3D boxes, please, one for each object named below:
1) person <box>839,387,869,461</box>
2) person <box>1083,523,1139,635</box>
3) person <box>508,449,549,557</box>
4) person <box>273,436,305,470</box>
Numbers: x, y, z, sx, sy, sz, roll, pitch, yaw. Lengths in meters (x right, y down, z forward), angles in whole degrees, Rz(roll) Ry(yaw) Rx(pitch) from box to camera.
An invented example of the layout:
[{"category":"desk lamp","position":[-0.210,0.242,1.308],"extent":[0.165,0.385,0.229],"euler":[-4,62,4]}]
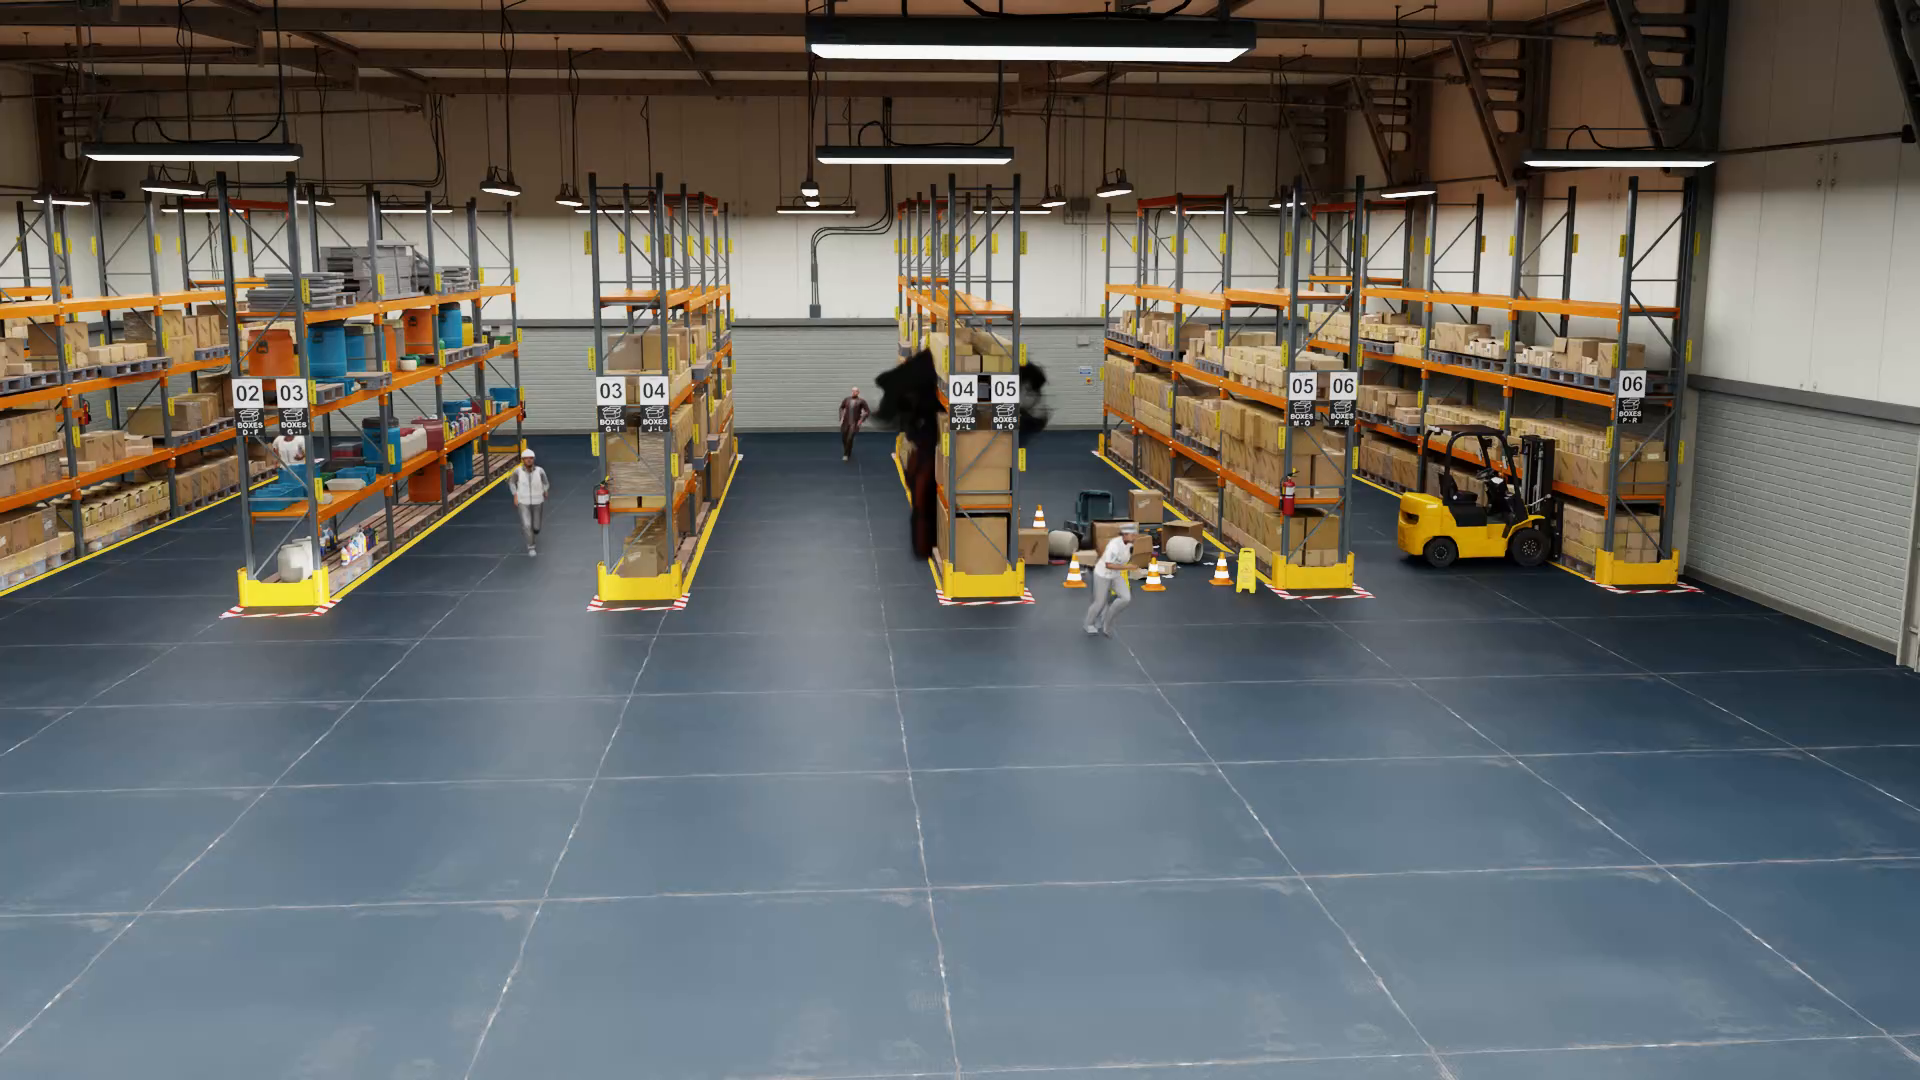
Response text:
[{"category":"person","position":[-2.508,-2.767,39.459],"extent":[0.745,1.737,0.662],"euler":[2,10,11]},{"category":"person","position":[1.996,0.492,21.522],"extent":[0.910,1.505,0.608],"euler":[9,14,42]},{"category":"person","position":[-7.075,-0.634,27.342],"extent":[0.647,1.749,0.829],"euler":[-4,11,-19]},{"category":"person","position":[-12.530,-1.343,31.187],"extent":[0.705,1.765,0.889],"euler":[-2,10,-10]}]
